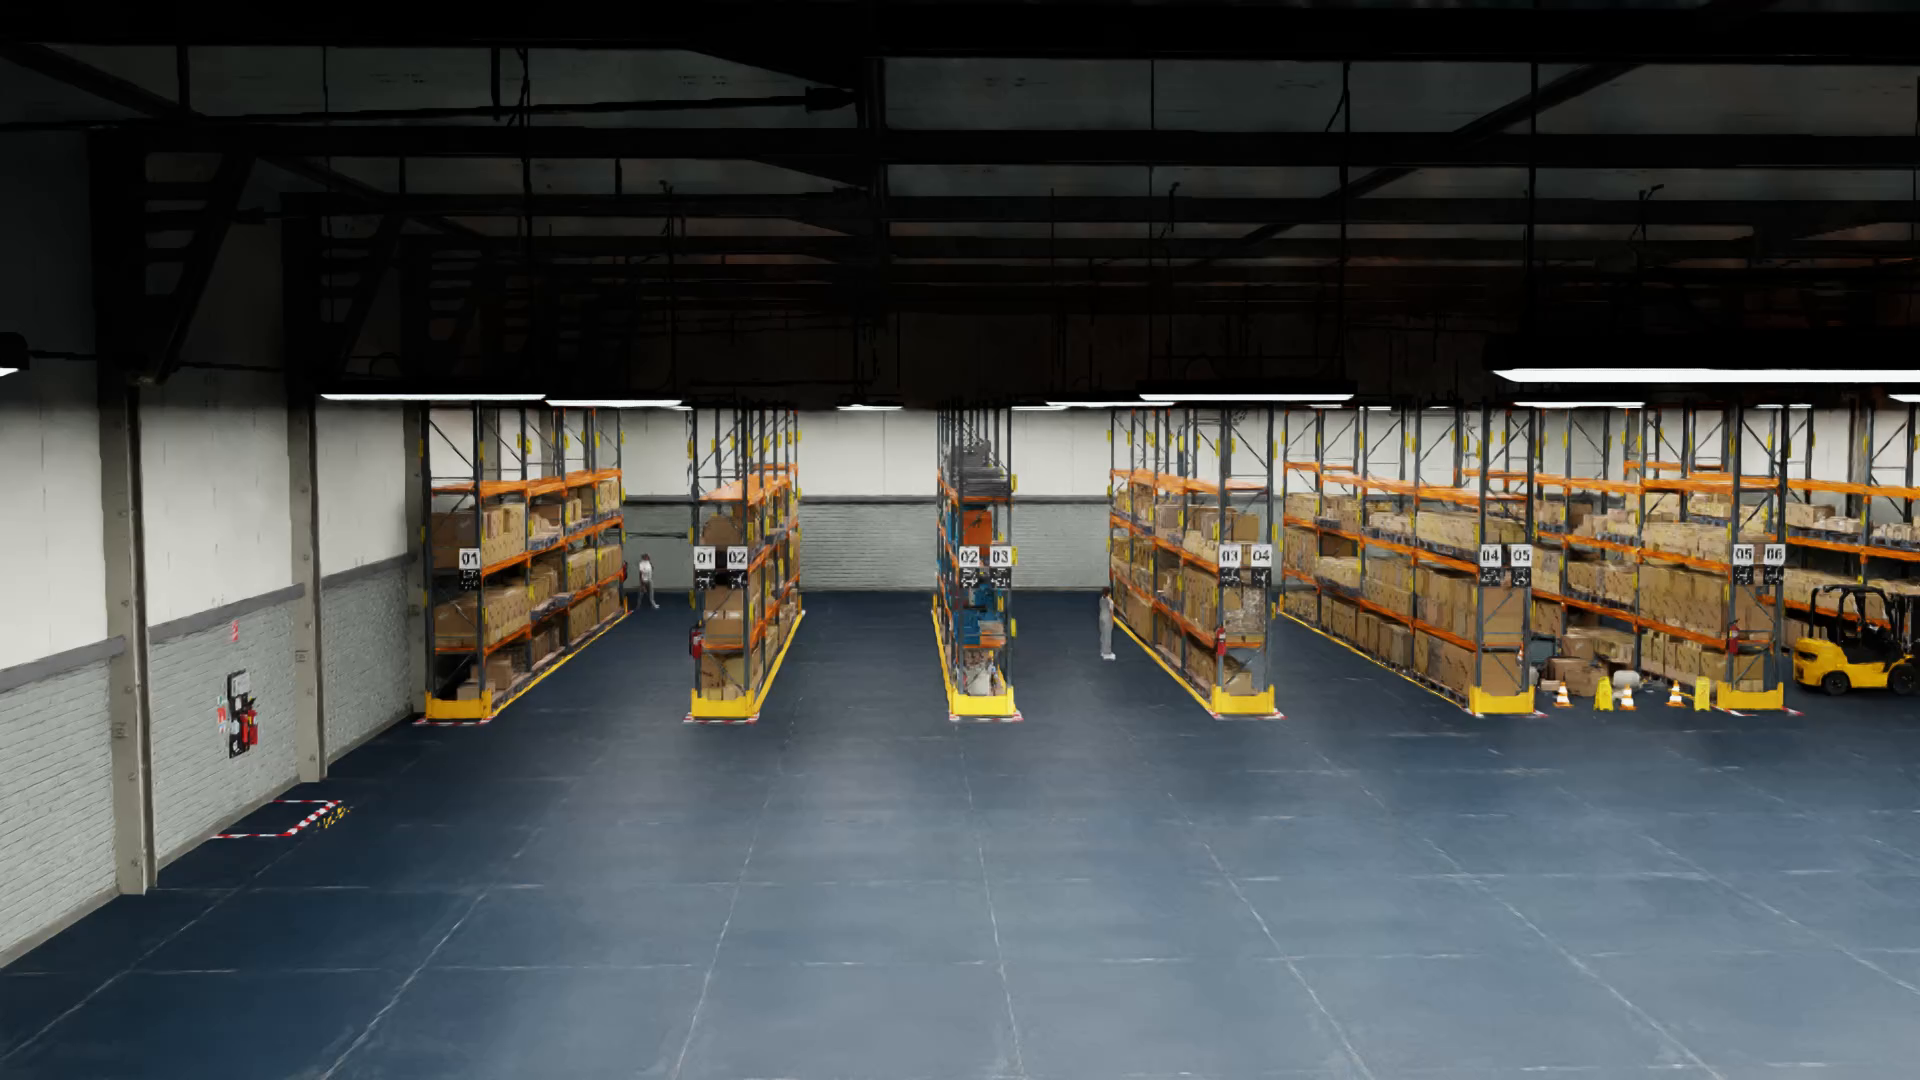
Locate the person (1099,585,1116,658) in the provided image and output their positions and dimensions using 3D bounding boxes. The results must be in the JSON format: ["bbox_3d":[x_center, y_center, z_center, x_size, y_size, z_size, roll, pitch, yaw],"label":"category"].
[{"bbox_3d":[3.437,1.890,38.646,0.441,1.675,0.496,-3,5,-33],"label":"person"}]

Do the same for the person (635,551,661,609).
[{"bbox_3d":[-9.084,1.155,48.200,0.523,1.674,0.687,3,5,31],"label":"person"}]

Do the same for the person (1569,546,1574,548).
[{"bbox_3d":[19.254,0.790,52.670,0.499,1.706,0.639,-3,5,-34],"label":"person"}]
